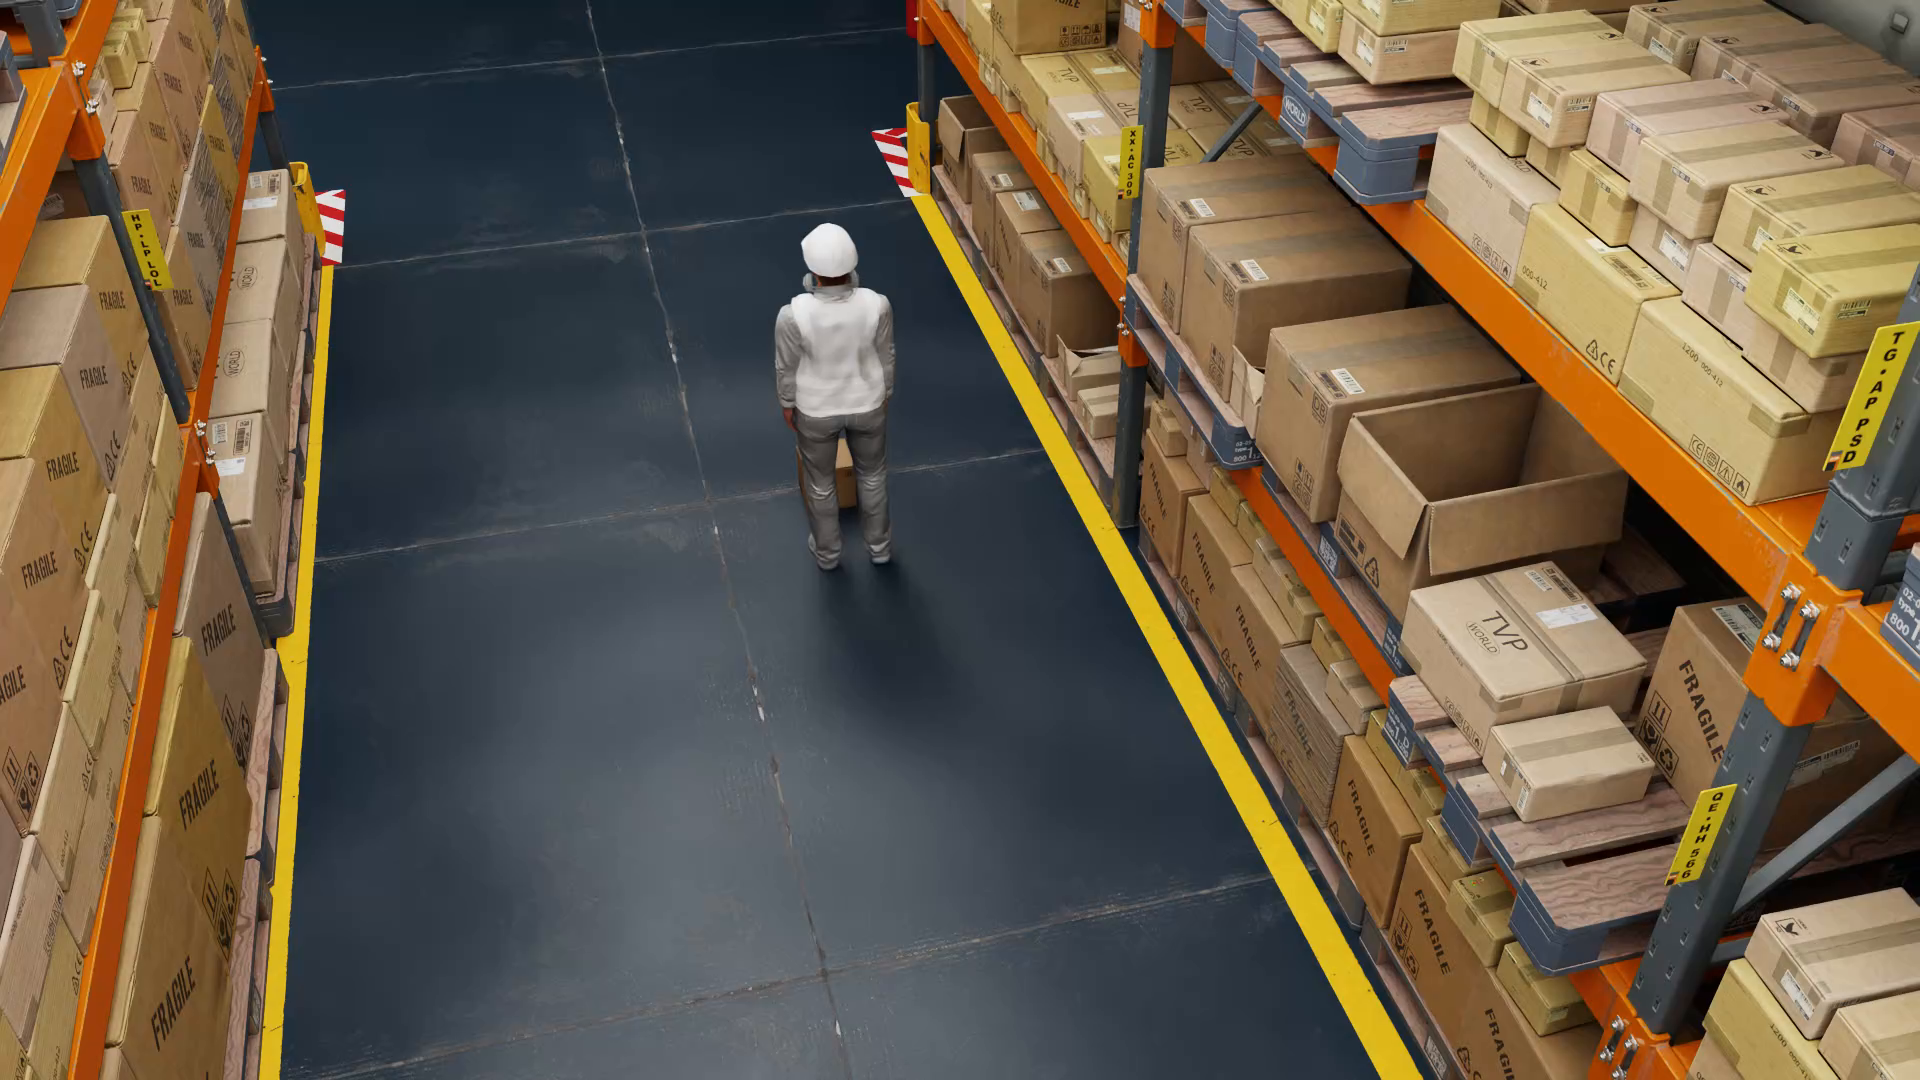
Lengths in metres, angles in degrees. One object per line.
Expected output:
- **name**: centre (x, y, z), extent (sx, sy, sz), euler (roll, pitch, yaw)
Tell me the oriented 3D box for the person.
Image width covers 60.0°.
- **person**: centre (-0.558, -0.622, 7.516), extent (0.534, 1.799, 0.361), euler (-8, 39, -11)
